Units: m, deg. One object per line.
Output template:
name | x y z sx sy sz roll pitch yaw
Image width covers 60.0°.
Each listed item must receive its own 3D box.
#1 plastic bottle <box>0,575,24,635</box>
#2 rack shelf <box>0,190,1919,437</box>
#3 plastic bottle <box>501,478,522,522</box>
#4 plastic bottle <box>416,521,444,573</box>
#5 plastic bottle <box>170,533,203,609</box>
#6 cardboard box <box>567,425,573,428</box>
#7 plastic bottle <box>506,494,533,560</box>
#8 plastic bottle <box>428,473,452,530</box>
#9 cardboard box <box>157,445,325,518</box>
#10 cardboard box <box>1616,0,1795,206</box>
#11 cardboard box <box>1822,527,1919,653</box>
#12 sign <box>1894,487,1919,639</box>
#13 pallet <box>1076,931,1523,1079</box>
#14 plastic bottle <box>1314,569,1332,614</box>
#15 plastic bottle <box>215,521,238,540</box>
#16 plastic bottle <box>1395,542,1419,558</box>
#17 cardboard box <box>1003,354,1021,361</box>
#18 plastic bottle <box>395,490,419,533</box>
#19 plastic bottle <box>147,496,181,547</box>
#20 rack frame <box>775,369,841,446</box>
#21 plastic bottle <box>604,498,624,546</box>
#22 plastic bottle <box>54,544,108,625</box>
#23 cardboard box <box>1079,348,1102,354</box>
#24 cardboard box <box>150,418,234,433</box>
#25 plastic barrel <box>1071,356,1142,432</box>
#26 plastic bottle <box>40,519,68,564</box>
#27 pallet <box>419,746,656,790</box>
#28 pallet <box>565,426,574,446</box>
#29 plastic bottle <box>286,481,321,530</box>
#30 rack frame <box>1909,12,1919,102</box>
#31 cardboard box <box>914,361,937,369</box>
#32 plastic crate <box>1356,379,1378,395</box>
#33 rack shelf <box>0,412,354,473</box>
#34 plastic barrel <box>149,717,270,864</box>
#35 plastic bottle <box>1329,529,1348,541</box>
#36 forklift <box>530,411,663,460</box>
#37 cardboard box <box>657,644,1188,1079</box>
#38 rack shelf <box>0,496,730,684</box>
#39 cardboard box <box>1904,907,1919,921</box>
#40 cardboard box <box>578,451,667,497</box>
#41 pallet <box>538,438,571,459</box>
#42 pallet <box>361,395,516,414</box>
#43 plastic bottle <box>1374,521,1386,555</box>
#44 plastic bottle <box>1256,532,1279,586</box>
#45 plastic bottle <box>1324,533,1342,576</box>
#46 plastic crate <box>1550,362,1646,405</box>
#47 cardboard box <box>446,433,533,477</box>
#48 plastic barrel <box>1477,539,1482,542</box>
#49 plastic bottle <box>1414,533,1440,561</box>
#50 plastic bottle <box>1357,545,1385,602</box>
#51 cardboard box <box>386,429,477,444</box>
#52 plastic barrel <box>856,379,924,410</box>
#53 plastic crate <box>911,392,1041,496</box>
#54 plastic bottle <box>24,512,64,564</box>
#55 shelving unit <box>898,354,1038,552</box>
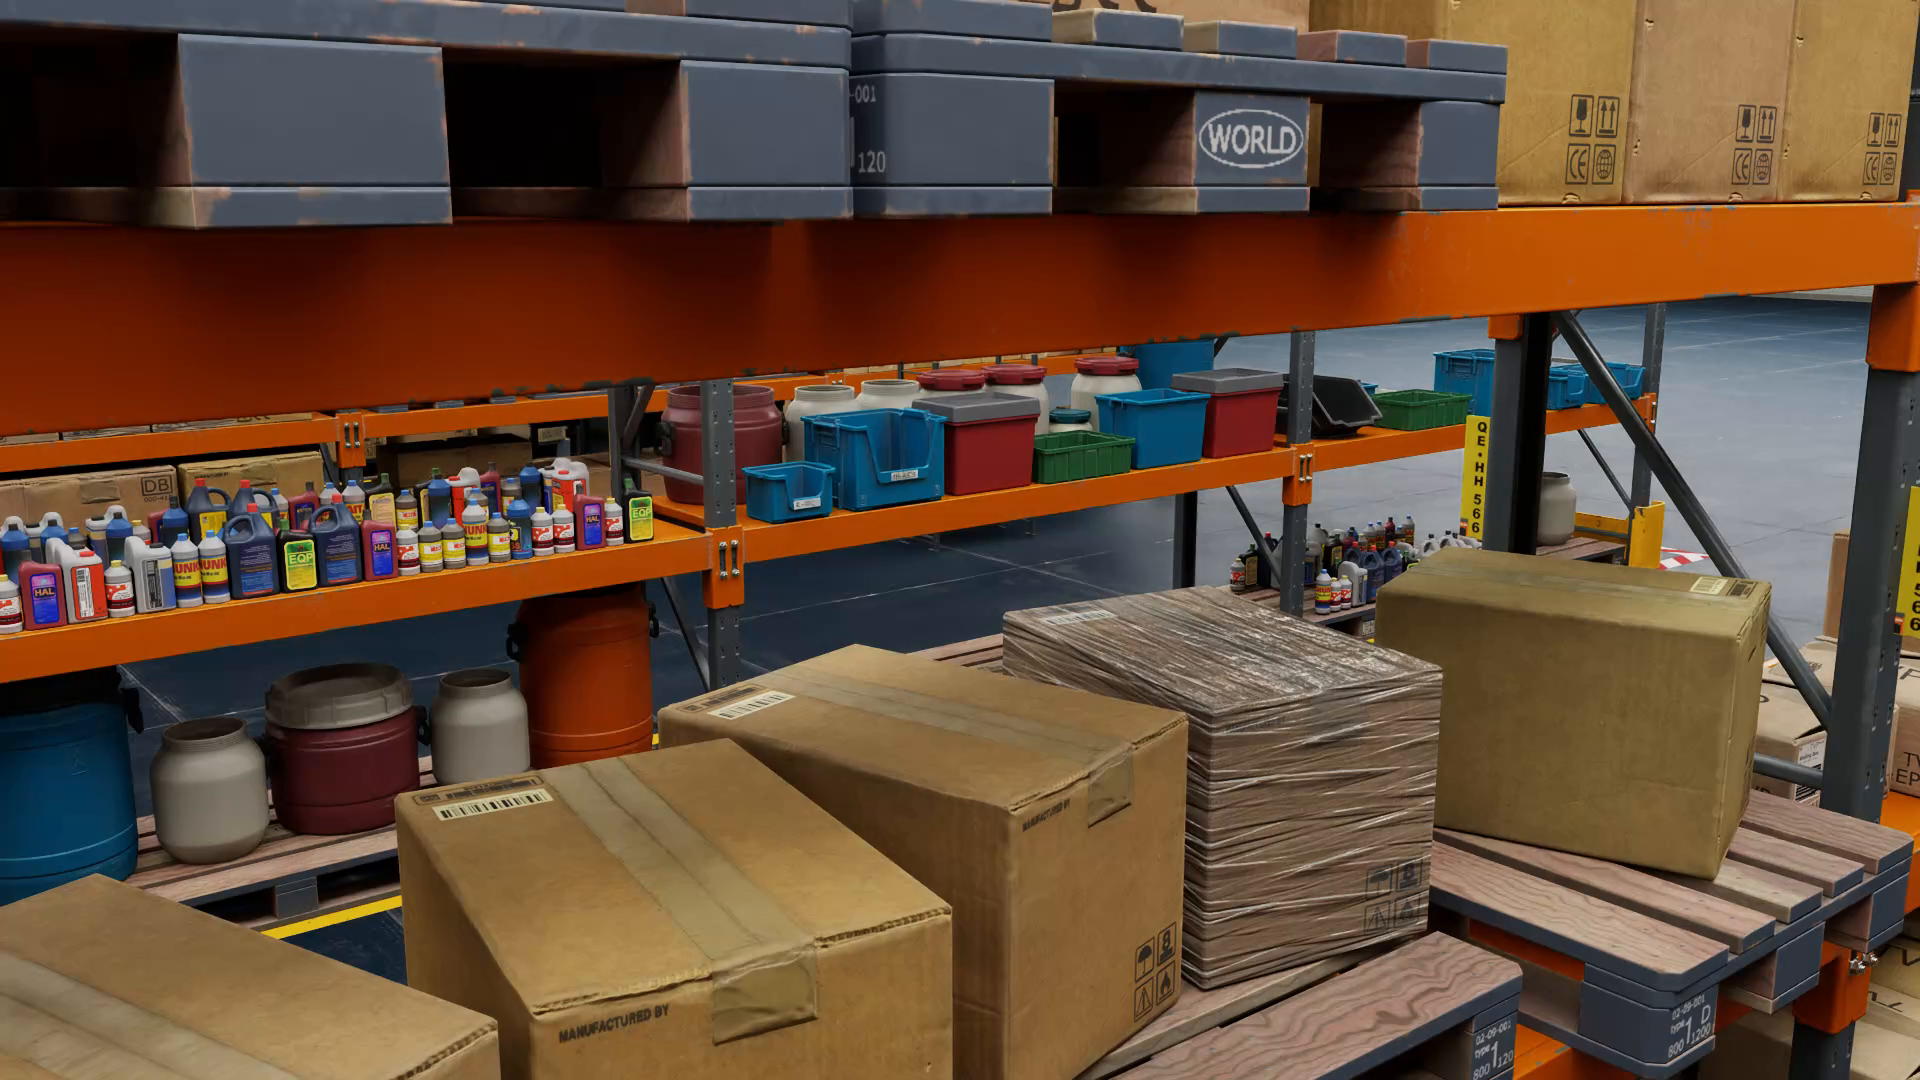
plastic bottle | -3.349 0.223 5.834 0.097 0.201 0.097 0 12 0
rack shelf | 0.159 -0.363 2.628 4.000 0.370 1.077 -9 15 -38
plastic bottle | -2.094 -0.187 7.767 0.097 0.201 0.097 0 12 0
plastic bottle | -2.158 0.025 6.766 0.097 0.201 0.097 0 12 0
plastic bottle | -2.883 0.112 6.191 0.097 0.271 0.097 0 12 0
cardboard box | -3.826 -1.688 18.459 0.875 0.875 0.875 -9 15 -37
plastic bottle | -1.854 -0.059 6.997 0.097 0.271 0.097 0 12 0
plastic bottle | -2.341 -0.164 7.490 0.097 0.271 0.097 0 12 0
cardboard box | -5.017 -0.194 11.427 0.875 0.875 1.225 -10 16 -40
cardboard box | 1.003 -0.895 3.161 0.500 0.500 0.910 -9 15 -38
cardboard box | 3.021 0.223 5.115 0.500 0.500 0.500 -11 16 -41
sign | 2.067 0.052 3.566 0.005 0.325 0.100 -9 15 -38
pallet | 0.205 0.840 2.915 1.213 0.211 1.003 -9 15 -38
plastic bottle | 2.276 0.319 10.415 0.097 0.271 0.097 0 12 0
plastic bottle | -2.821 0.063 6.420 0.097 0.271 0.097 0 12 0
plastic bottle | 3.010 0.149 11.204 0.135 0.276 0.152 -9 15 -38
cardboard box | 0.344 -1.726 15.142 0.250 0.149 0.380 -9 15 -38
plastic bottle | -2.484 -0.122 7.462 0.097 0.201 0.097 0 12 0
plastic bottle | -3.271 -0.037 6.860 0.133 0.283 0.061 -9 15 -38
rack frame | -1.341 -1.634 14.100 0.127 3.000 1.000 -9 15 -38
plastic bottle | -1.521 -0.080 7.264 0.097 0.201 0.097 0 12 0
plastic bottle | -3.172 0.150 5.999 0.135 0.276 0.152 -9 15 -38
cardboard box | 1.125 -1.856 15.754 0.250 0.149 0.380 -9 15 -38
cardboard box | -5.088 -0.996 10.855 0.500 0.500 0.500 -10 15 -38
plastic barrel | 0.869 -0.808 9.886 0.433 0.535 0.433 0 12 0
plastic bottle | -3.512 0.055 6.459 0.097 0.271 0.097 0 12 0
pallet | -1.960 1.162 7.649 1.213 0.211 1.003 -9 15 -38
pallet | -3.718 -1.173 18.645 1.213 0.211 1.003 -9 15 -38
plastic bottle | -2.841 -0.108 7.196 0.133 0.283 0.061 -9 15 -38
rack frame | 1.721 -2.442 3.464 0.127 3.000 1.000 -9 15 -38
cardboard box | -0.415 -1.591 14.505 0.250 0.149 0.380 -9 15 -38
plastic crate | 2.447 -0.945 11.216 0.616 0.251 0.499 -9 15 -38
rack shelf | -6.026 -0.503 10.509 4.000 0.370 1.077 -9 15 -38
plastic barrel | -3.009 1.001 6.672 0.421 0.512 0.421 0 12 0
plastic bottle | 2.607 0.069 11.579 0.135 0.276 0.152 -9 15 -37
forklift | -3.285 -1.679 14.481 3.031 2.935 1.130 -10 15 -39
cardboard box | -0.062 0.518 2.716 0.700 0.500 0.500 9 15 36
rack shelf | -2.932 0.300 6.725 4.000 0.370 1.077 -9 15 -38
cardboard box | 3.118 1.202 5.004 0.500 0.311 0.500 -10 16 -39
cardboard box | -2.655 -0.418 13.336 0.500 0.500 0.700 -11 16 -42
pallet | -4.916 -0.975 17.711 1.213 0.211 1.003 -9 15 -38
pallet | -3.975 -1.130 12.193 1.003 0.211 1.213 -9 15 -38
plastic bottle | 2.998 -0.001 11.920 0.097 0.271 0.097 0 12 0
plastic bottle | 2.076 0.120 11.160 0.185 0.351 0.144 -10 16 -39
plastic bottle | 2.562 0.099 11.419 0.133 0.283 0.061 -9 15 -38
plastic crate | 4.672 -1.163 12.243 0.616 0.251 0.499 -9 15 -38
cardboard box | -3.552 -0.636 12.556 0.500 0.250 0.500 -7 14 -31
plastic barrel | 4.019 -0.175 12.210 0.421 0.512 0.421 0 12 0
plastic bottle | 3.122 0.133 11.098 0.185 0.351 0.144 -10 15 -38
plastic bottle | 2.642 0.213 10.723 0.185 0.351 0.144 -9 15 -36
cardboard box | -5.545 -1.336 17.106 0.750 0.750 1.050 -9 15 -38
plastic barrel | -0.372 -0.589 8.911 0.421 0.512 0.421 0 12 0
plastic crate | 0.082 -0.503 8.620 0.583 0.464 0.402 -9 15 -38
plastic bottle | -3.604 0.035 6.543 0.135 0.276 0.152 -9 15 -38
shelving unit | 0.067 -0.745 13.525 1.048 1.500 0.538 -9 15 -38
